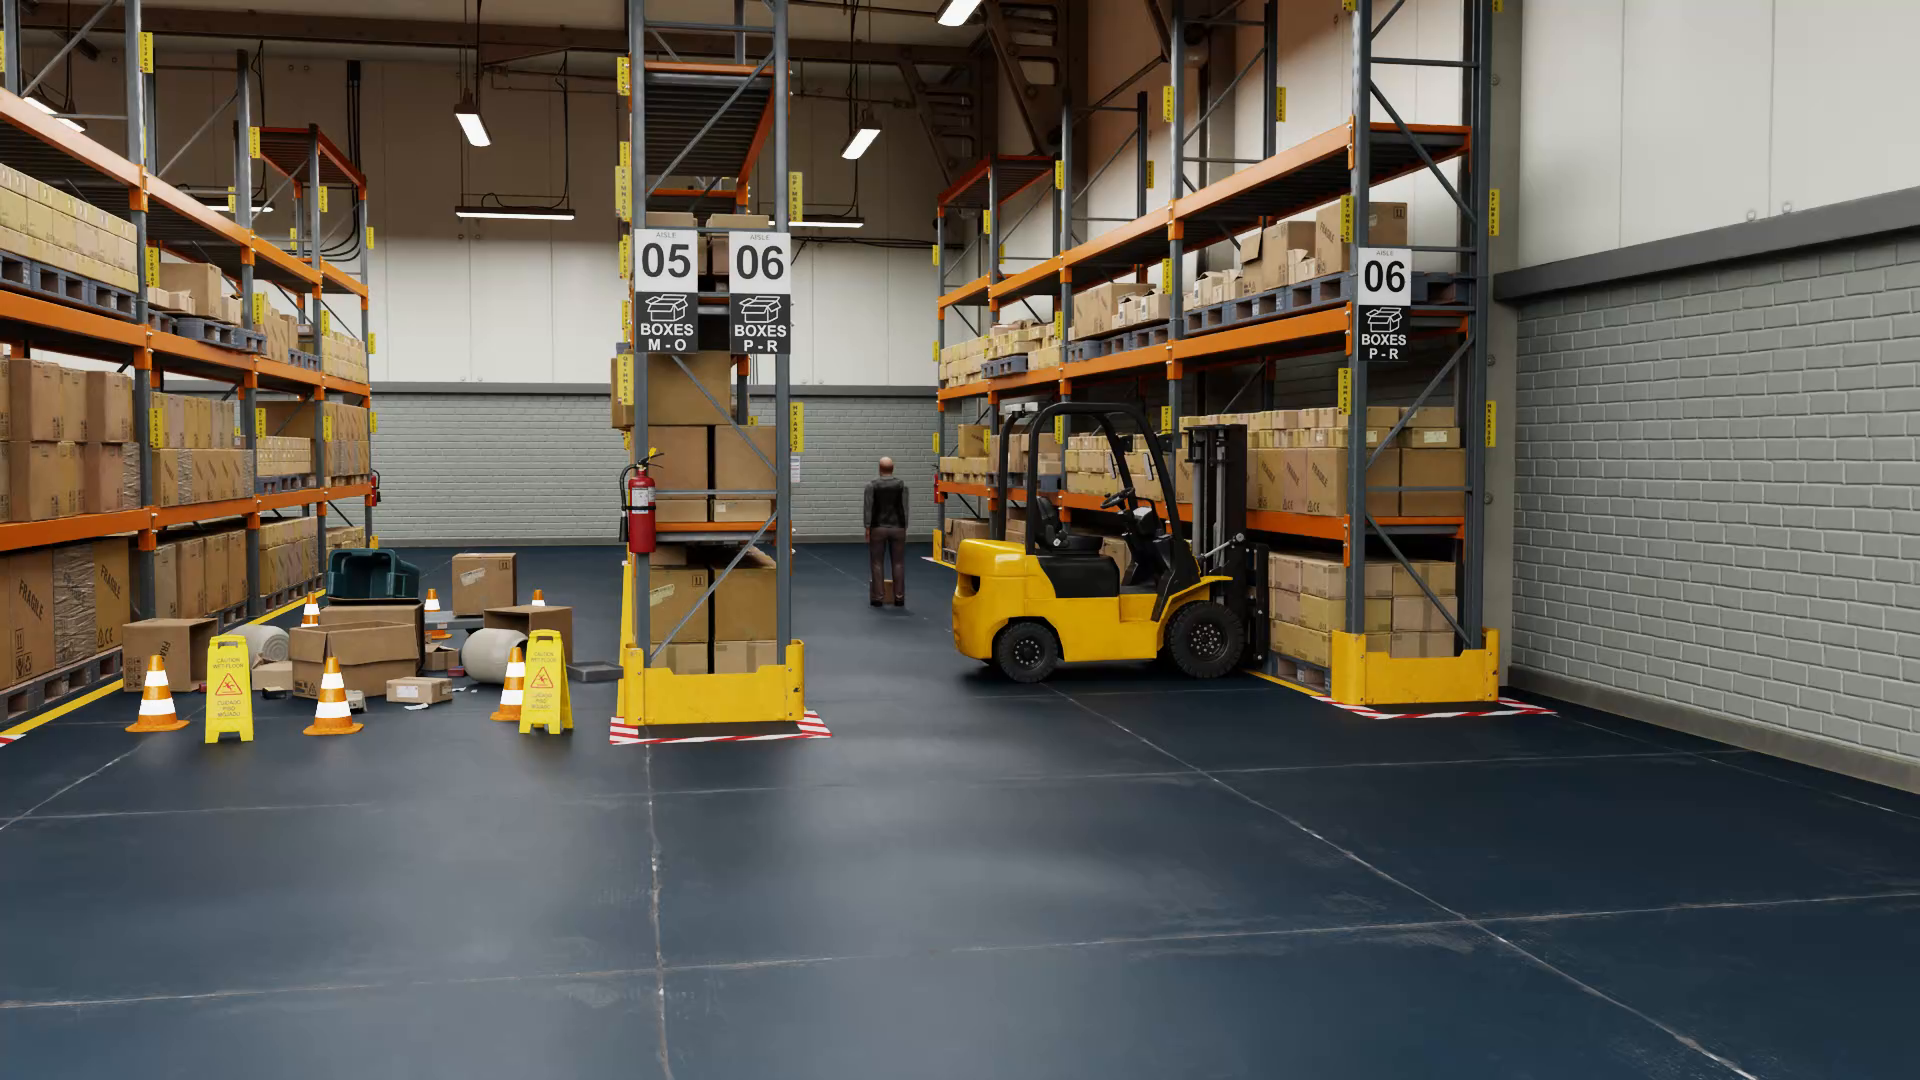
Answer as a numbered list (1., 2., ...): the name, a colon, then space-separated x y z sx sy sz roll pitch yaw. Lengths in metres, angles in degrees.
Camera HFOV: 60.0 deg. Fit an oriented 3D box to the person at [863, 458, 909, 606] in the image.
1. person: -0.859 -0.095 19.246 0.533 1.715 0.359 -1 3 -10
